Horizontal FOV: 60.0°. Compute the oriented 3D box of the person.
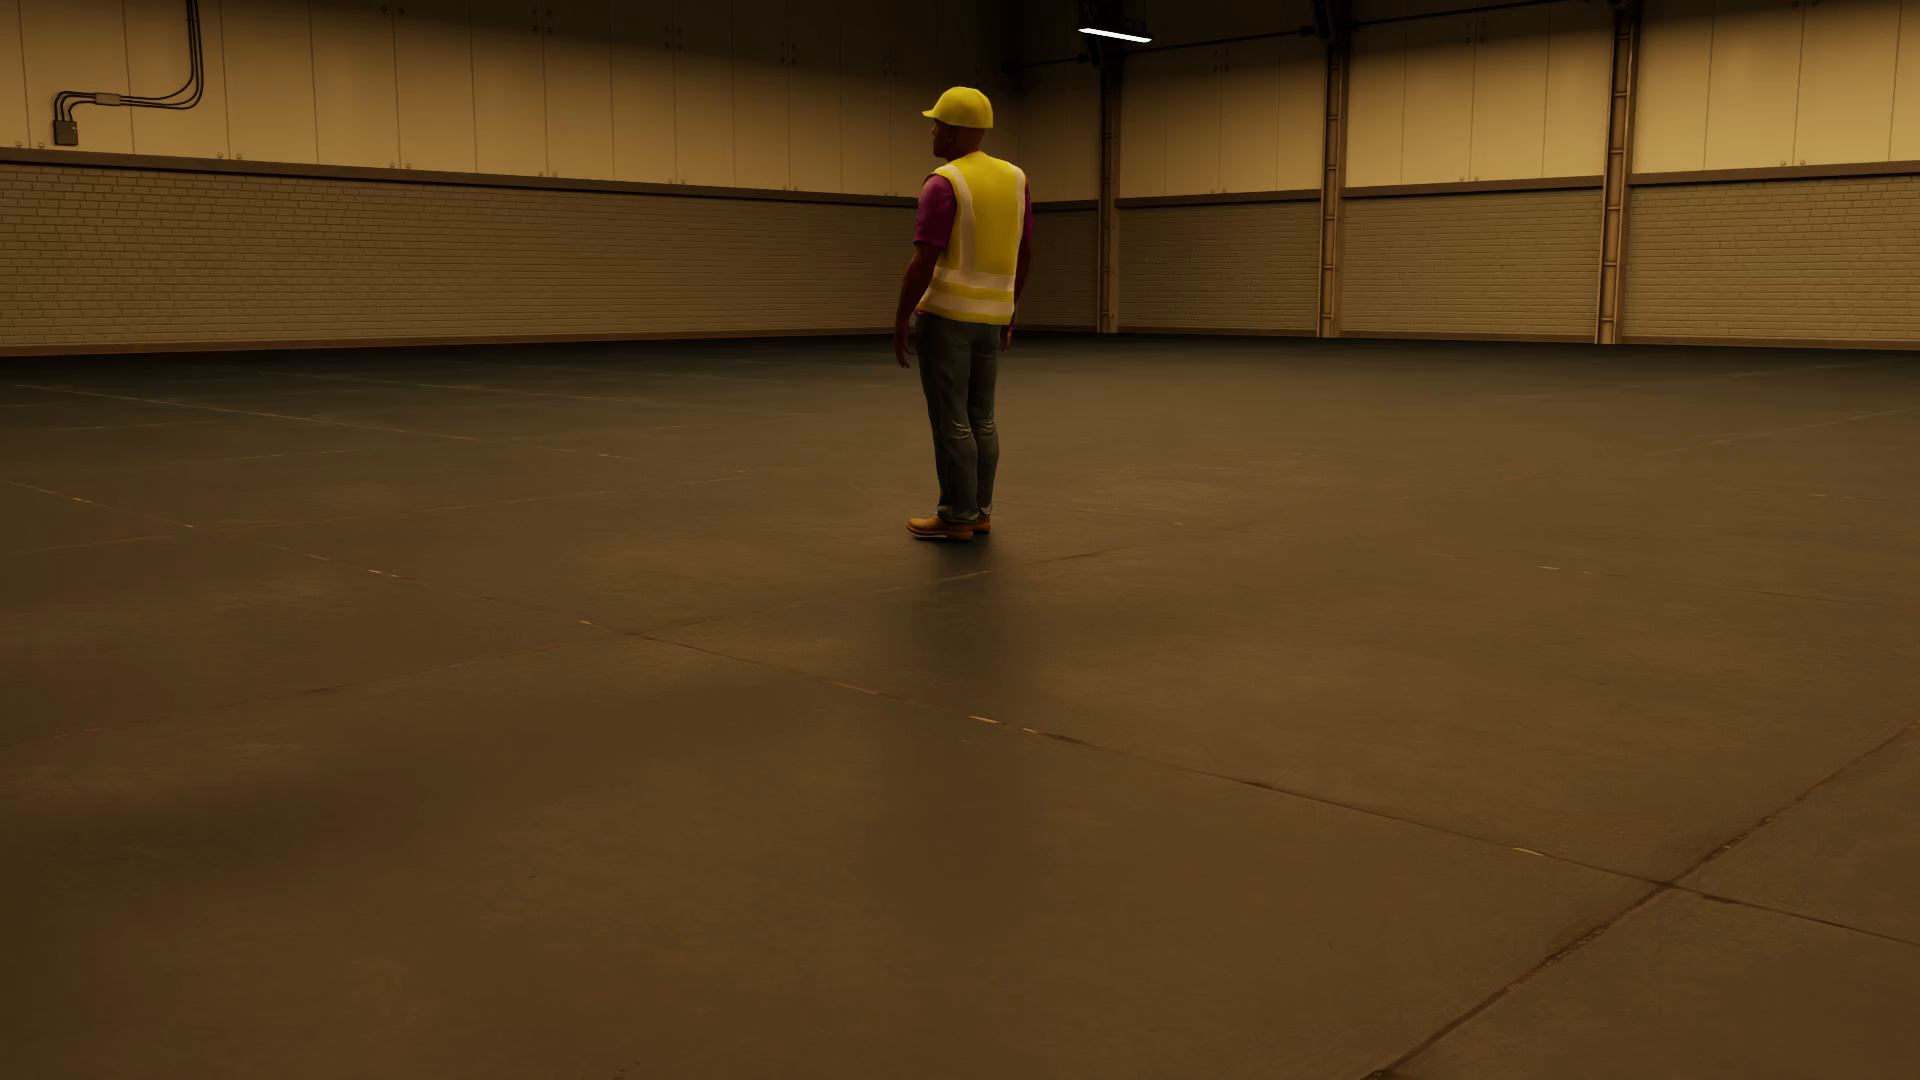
[{"bbox_3d":[-0.045,-0.888,6.637,0.577,1.765,0.665,8,12,43],"label":"person"}]
